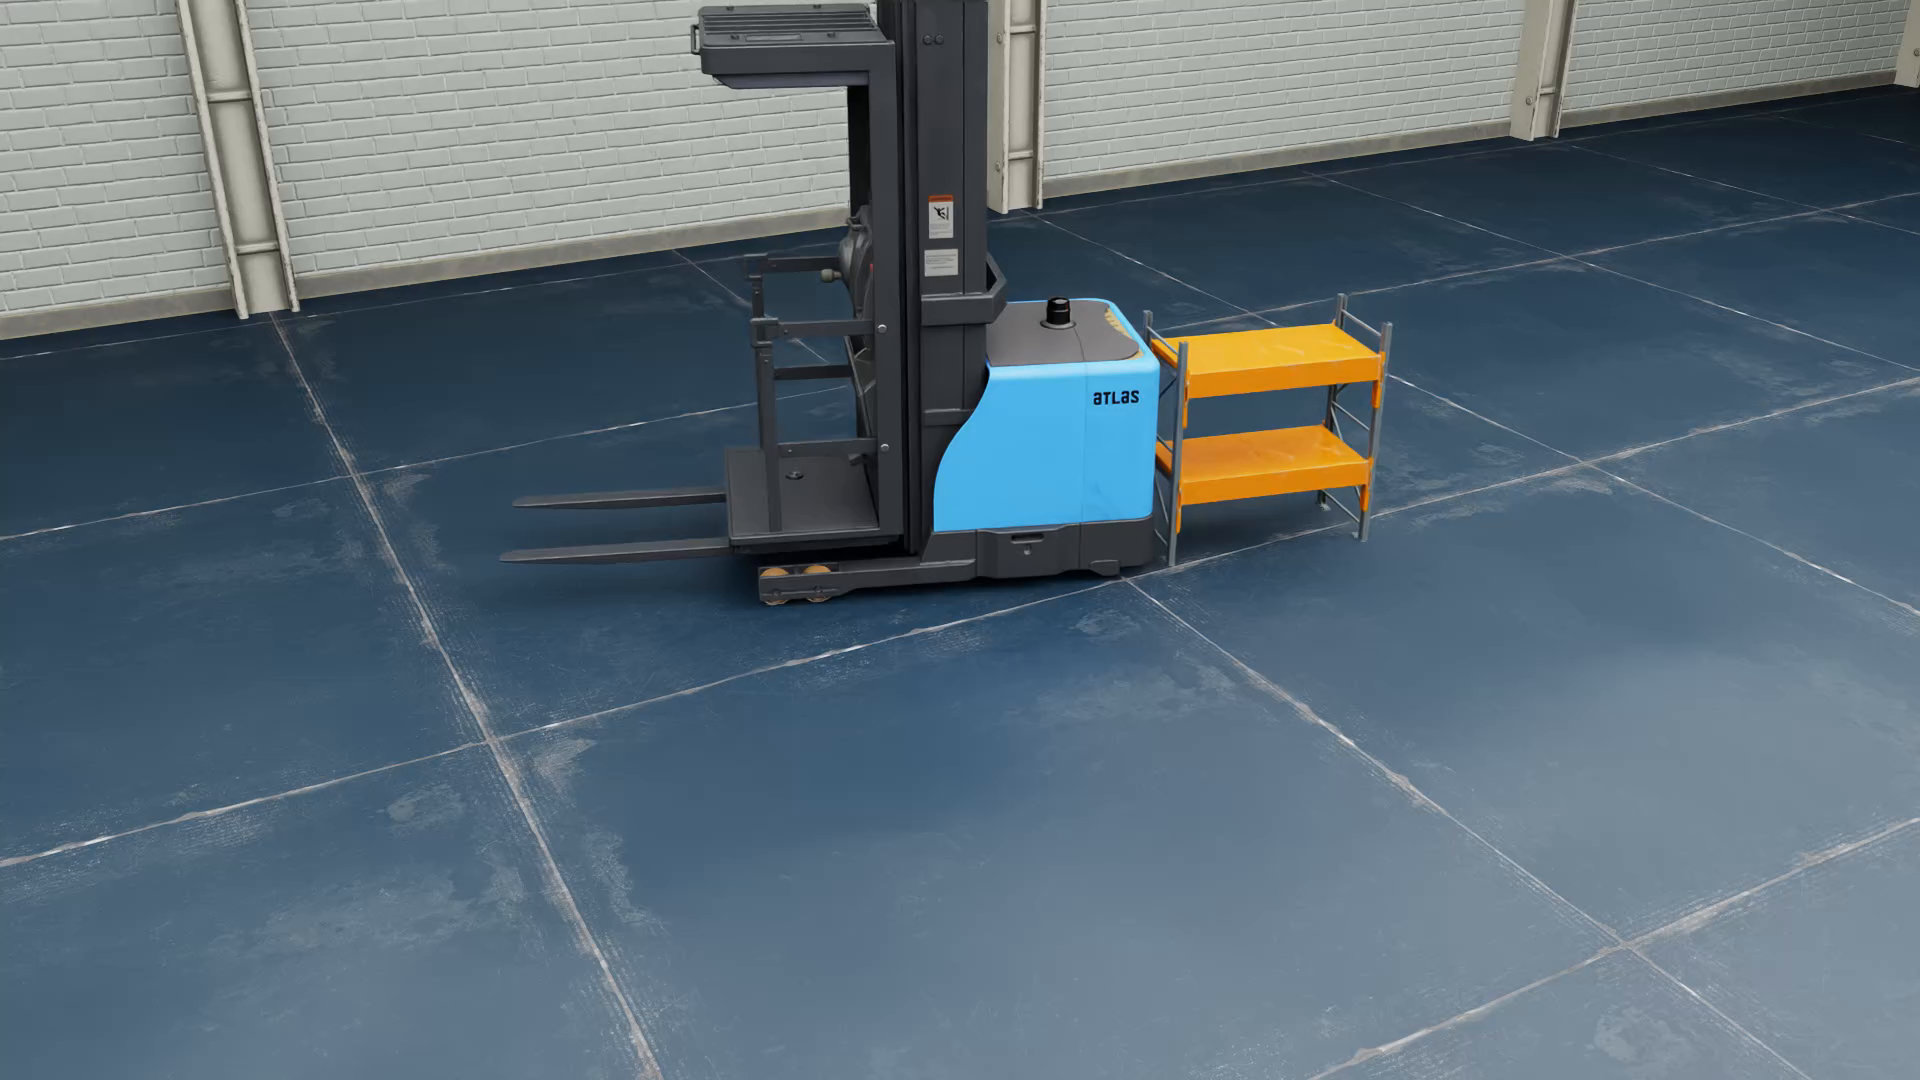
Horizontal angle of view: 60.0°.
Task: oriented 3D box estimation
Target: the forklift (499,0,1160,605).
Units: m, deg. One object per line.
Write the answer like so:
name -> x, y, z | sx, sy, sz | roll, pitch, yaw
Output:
forklift -> -0.644, -1.268, 7.504 | 3.031, 2.935, 1.130 | -4, 26, -8

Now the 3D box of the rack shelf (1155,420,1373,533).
rack shelf -> 1.444, -0.321, 8.183 | 1.000, 0.278, 0.538 | -7, 26, -14

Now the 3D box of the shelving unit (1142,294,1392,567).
shelving unit -> 1.444, -0.541, 8.077 | 1.048, 1.125, 0.538 | -7, 26, -14

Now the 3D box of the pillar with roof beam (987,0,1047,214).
pillar with roof beam -> 2.483, -5.249, 8.785 | 0.400, 9.000, 9.100 | -13, 29, -25

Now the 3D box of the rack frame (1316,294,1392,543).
rack frame -> 1.935, -0.598, 8.196 | 0.032, 1.125, 0.500 | -7, 26, -14

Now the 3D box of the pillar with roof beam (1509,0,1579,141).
pillar with roof beam -> 7.777, -6.471, 11.330 | 0.400, 9.000, 9.100 | -13, 29, -25

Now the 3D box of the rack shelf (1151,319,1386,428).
rack shelf -> 1.444, -0.805, 7.951 | 1.000, 0.278, 0.538 | -7, 26, -14

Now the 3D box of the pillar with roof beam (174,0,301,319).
pillar with roof beam -> -2.811, -4.027, 6.240 | 0.400, 9.000, 9.100 | -13, 29, -25

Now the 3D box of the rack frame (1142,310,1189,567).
rack frame -> 0.953, -0.484, 7.959 | 0.032, 1.125, 0.500 | -7, 26, -14

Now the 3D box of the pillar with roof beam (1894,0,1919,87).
pillar with roof beam -> 13.071, -7.693, 13.875 | 0.400, 9.000, 9.100 | -13, 29, -25
